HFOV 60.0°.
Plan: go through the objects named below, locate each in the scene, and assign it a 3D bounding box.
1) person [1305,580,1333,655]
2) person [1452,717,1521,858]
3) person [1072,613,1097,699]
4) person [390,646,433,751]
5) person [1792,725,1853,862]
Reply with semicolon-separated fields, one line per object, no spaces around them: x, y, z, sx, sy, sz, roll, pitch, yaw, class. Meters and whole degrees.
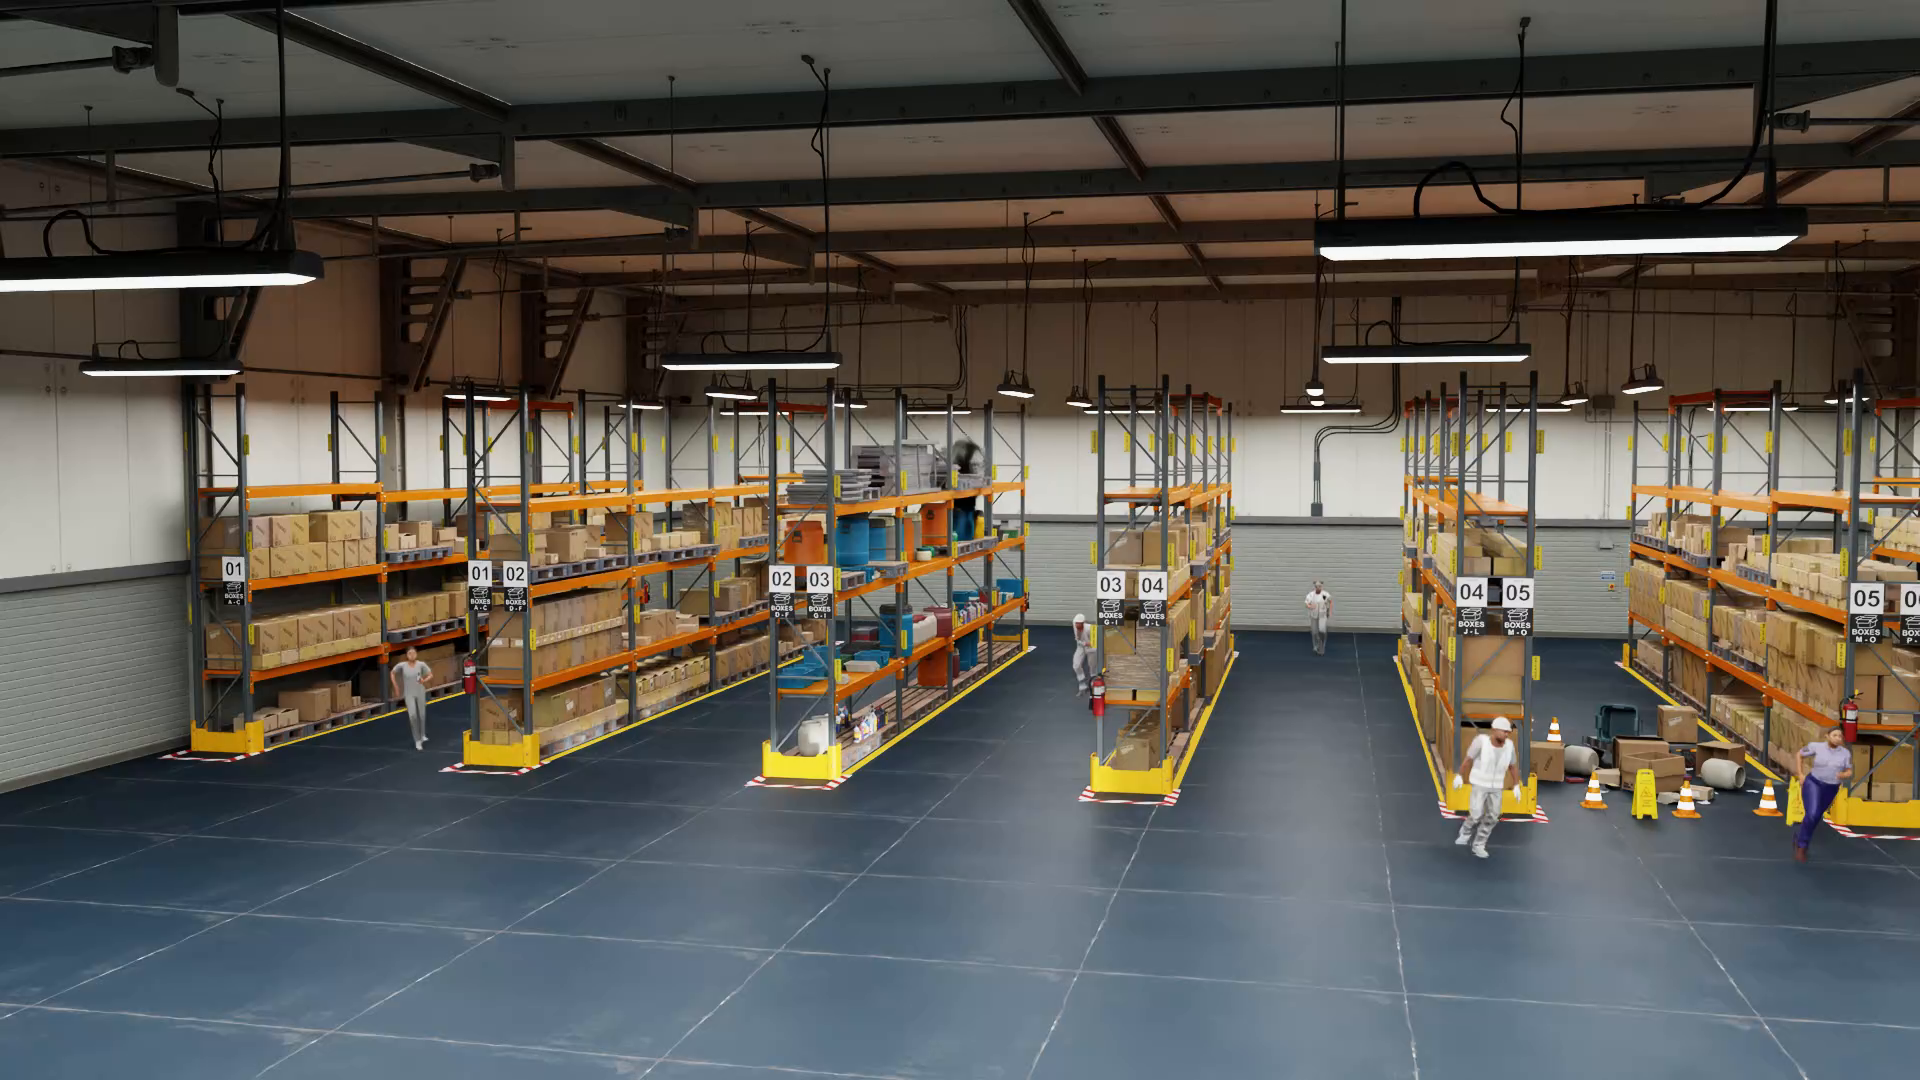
8.570;1.859;39.733;0.642;1.818;0.829;1;3;15;person
6.389;2.984;20.149;0.710;1.734;0.628;-1;3;-12;person
2.406;2.176;31.646;0.667;1.634;1.150;2;4;30;person
-9.059;2.606;27.513;0.662;1.717;0.714;-1;4;-25;person
10.380;3.026;20.143;0.725;1.602;0.770;0;3;2;person
